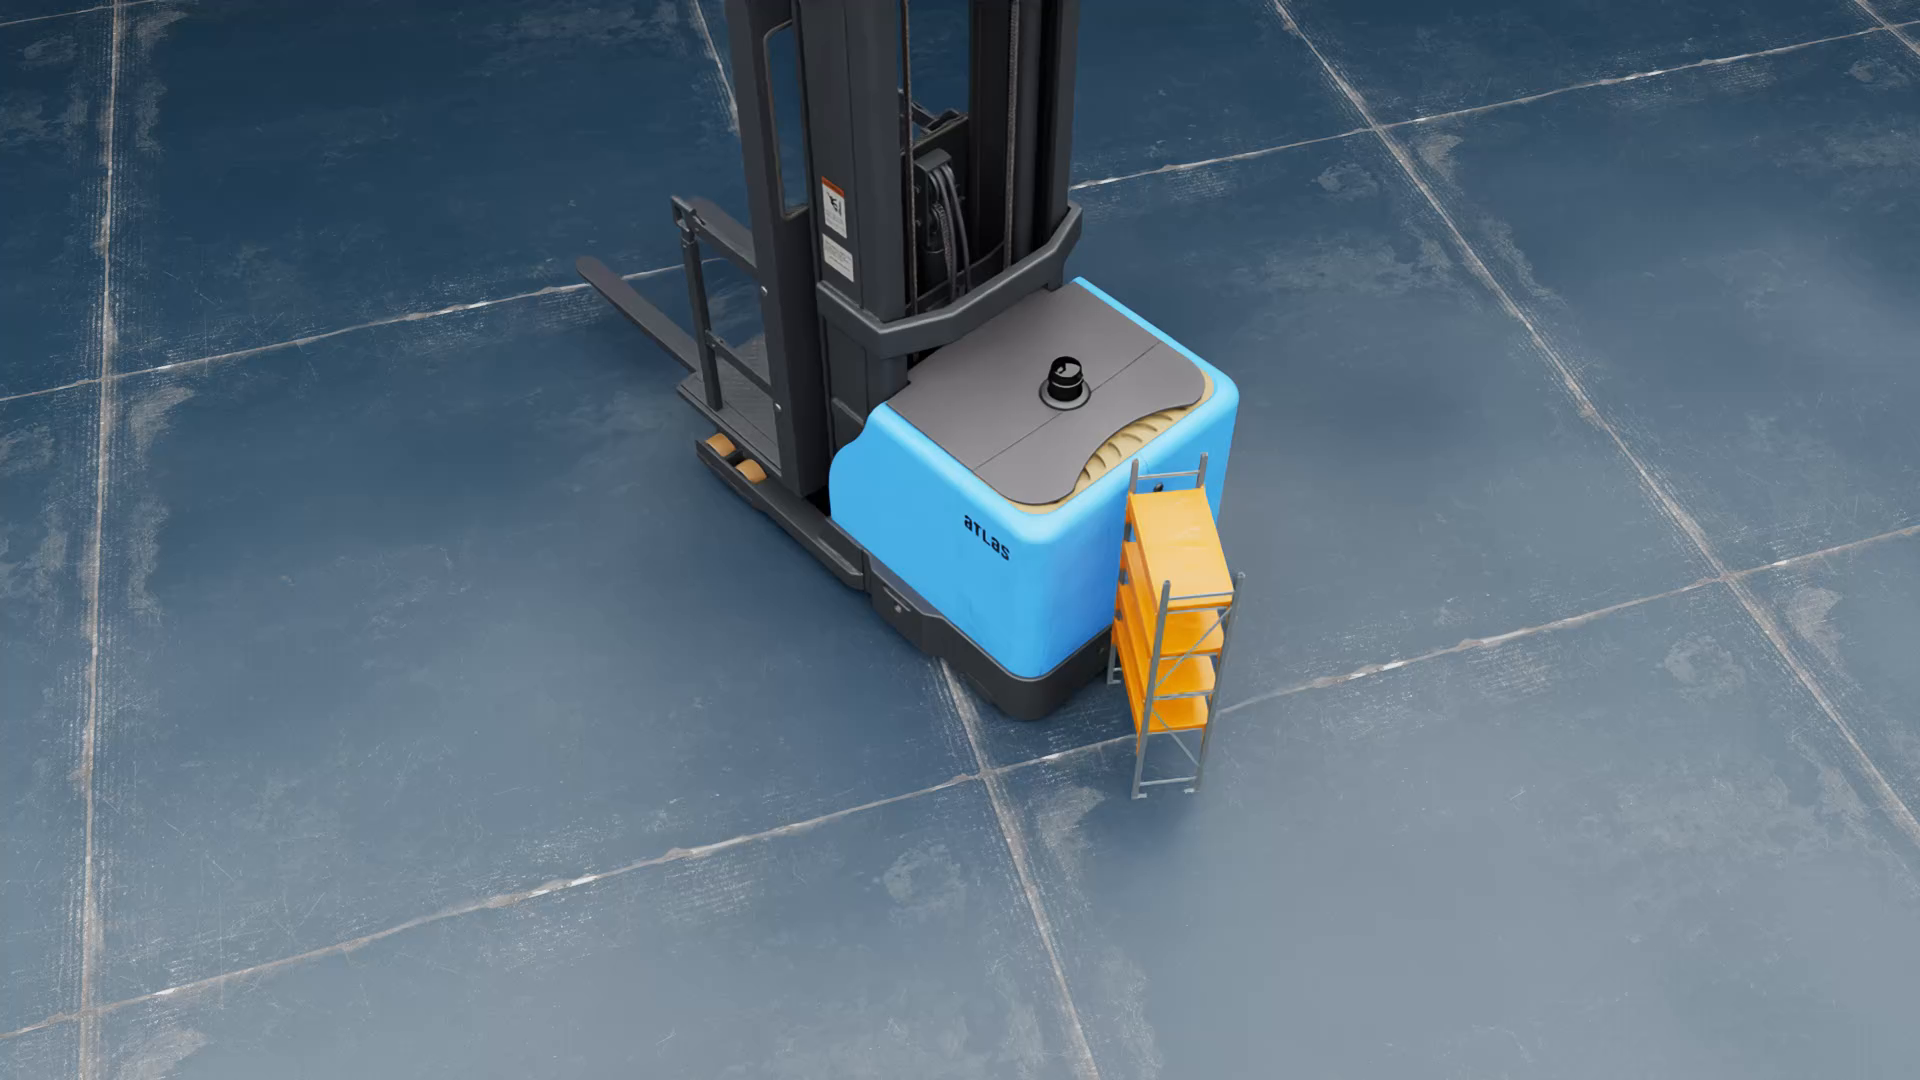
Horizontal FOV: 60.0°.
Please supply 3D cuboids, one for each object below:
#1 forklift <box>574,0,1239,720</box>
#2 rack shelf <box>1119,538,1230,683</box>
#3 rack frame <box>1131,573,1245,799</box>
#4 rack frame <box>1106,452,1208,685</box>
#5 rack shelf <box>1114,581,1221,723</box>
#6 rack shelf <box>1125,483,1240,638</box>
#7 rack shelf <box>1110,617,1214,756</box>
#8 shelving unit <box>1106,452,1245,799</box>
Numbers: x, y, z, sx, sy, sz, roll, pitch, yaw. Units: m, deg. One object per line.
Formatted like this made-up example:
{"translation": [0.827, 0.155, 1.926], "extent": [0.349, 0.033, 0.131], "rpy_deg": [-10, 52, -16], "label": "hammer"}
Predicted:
{"translation": [-0.414, -1.345, 5.756], "extent": [1.130, 2.935, 3.031], "rpy_deg": [-35, 58, -26], "label": "forklift"}
{"translation": [0.686, 0.213, 5.371], "extent": [0.258, 0.148, 0.480], "rpy_deg": [-5, 50, -5], "label": "rack shelf"}
{"translation": [0.715, 0.499, 5.334], "extent": [0.240, 1.200, 0.015], "rpy_deg": [-5, 50, -5], "label": "rack frame"}
{"translation": [0.656, 0.128, 5.646], "extent": [0.240, 1.200, 0.015], "rpy_deg": [-5, 50, -5], "label": "rack frame"}
{"translation": [0.686, 0.357, 5.542], "extent": [0.258, 0.148, 0.480], "rpy_deg": [-5, 50, -5], "label": "rack shelf"}
{"translation": [0.686, 0.060, 5.190], "extent": [0.258, 0.148, 0.480], "rpy_deg": [-5, 50, -5], "label": "rack shelf"}
{"translation": [0.685, 0.485, 5.694], "extent": [0.258, 0.148, 0.480], "rpy_deg": [-5, 50, -5], "label": "rack shelf"}
{"translation": [0.686, 0.313, 5.490], "extent": [0.258, 1.200, 0.503], "rpy_deg": [-5, 50, -5], "label": "shelving unit"}
